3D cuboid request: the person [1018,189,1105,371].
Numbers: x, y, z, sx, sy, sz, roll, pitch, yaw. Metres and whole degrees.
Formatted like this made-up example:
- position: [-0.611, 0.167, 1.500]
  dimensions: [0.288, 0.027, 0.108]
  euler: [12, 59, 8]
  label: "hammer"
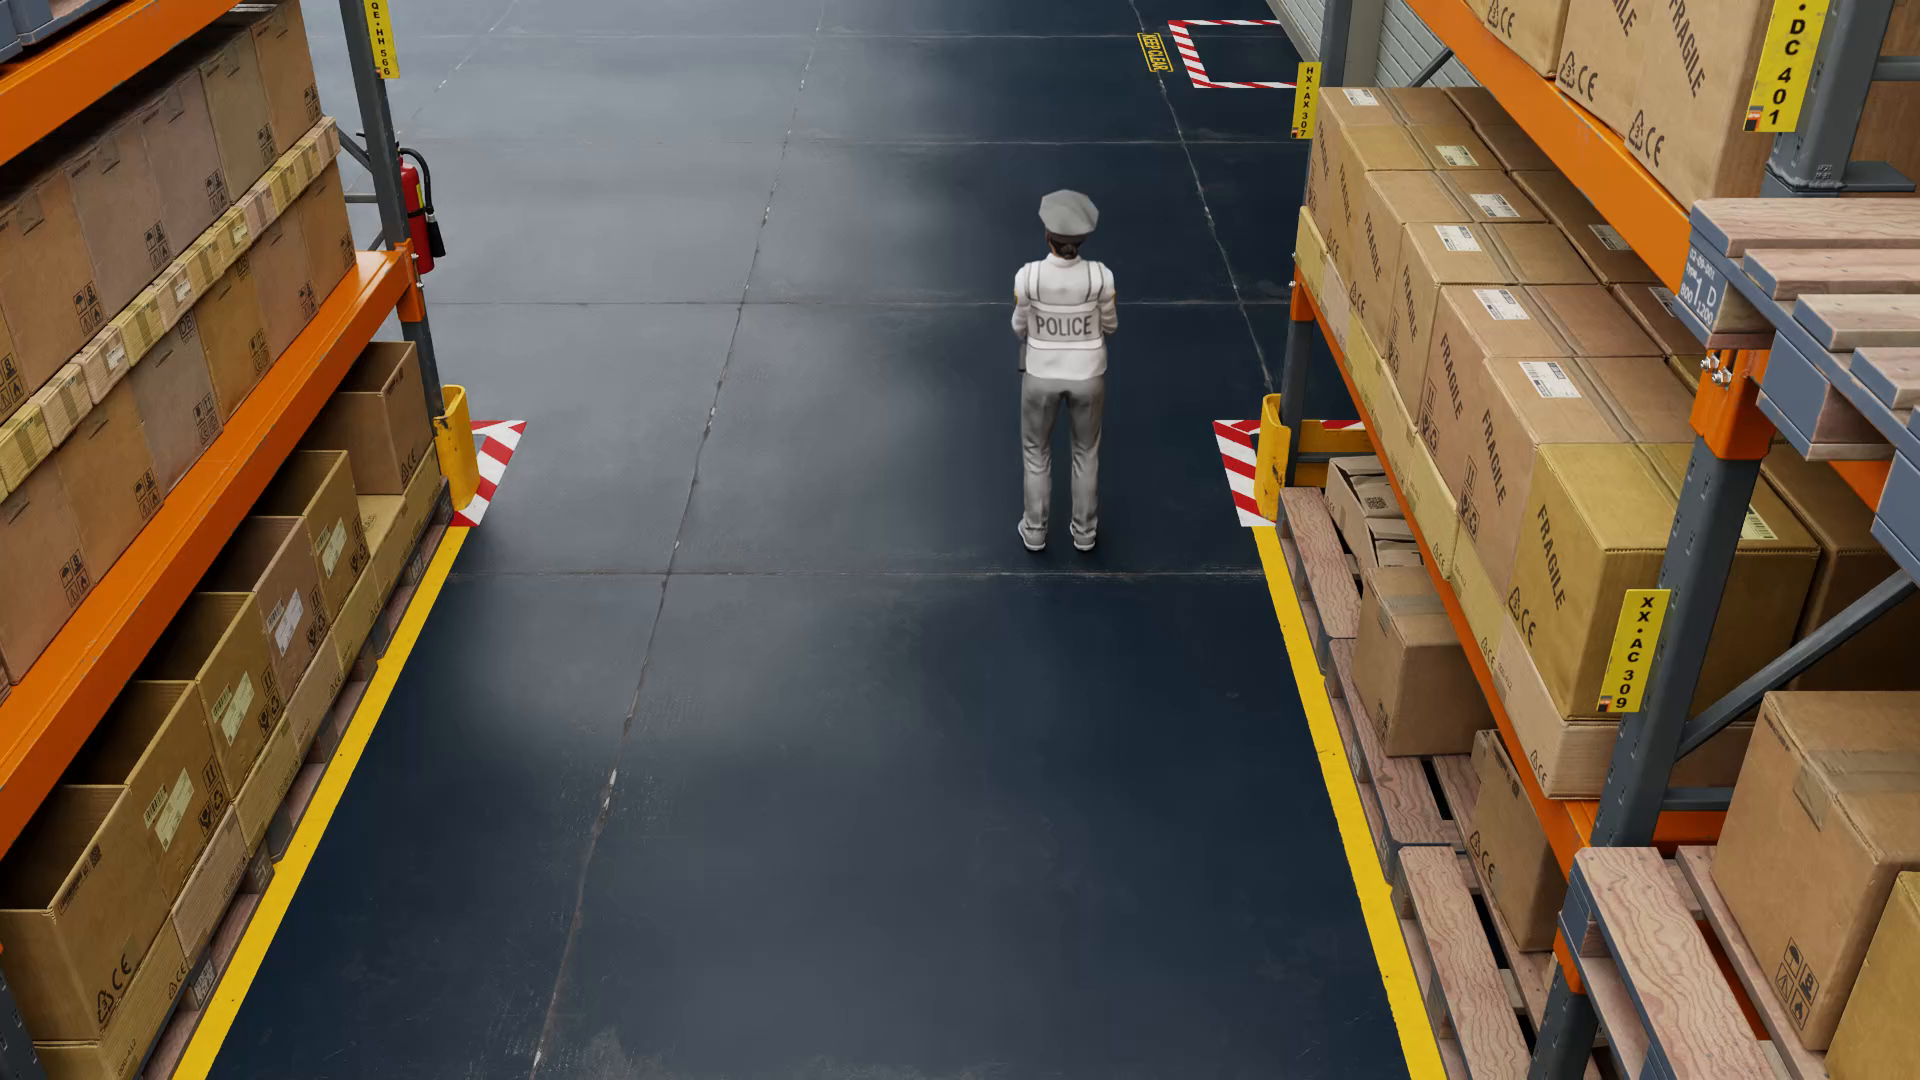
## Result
- position: [0.439, -1.077, 7.030]
  dimensions: [0.372, 0.819, 0.362]
  euler: [0, 32, 0]
  label: "person"
